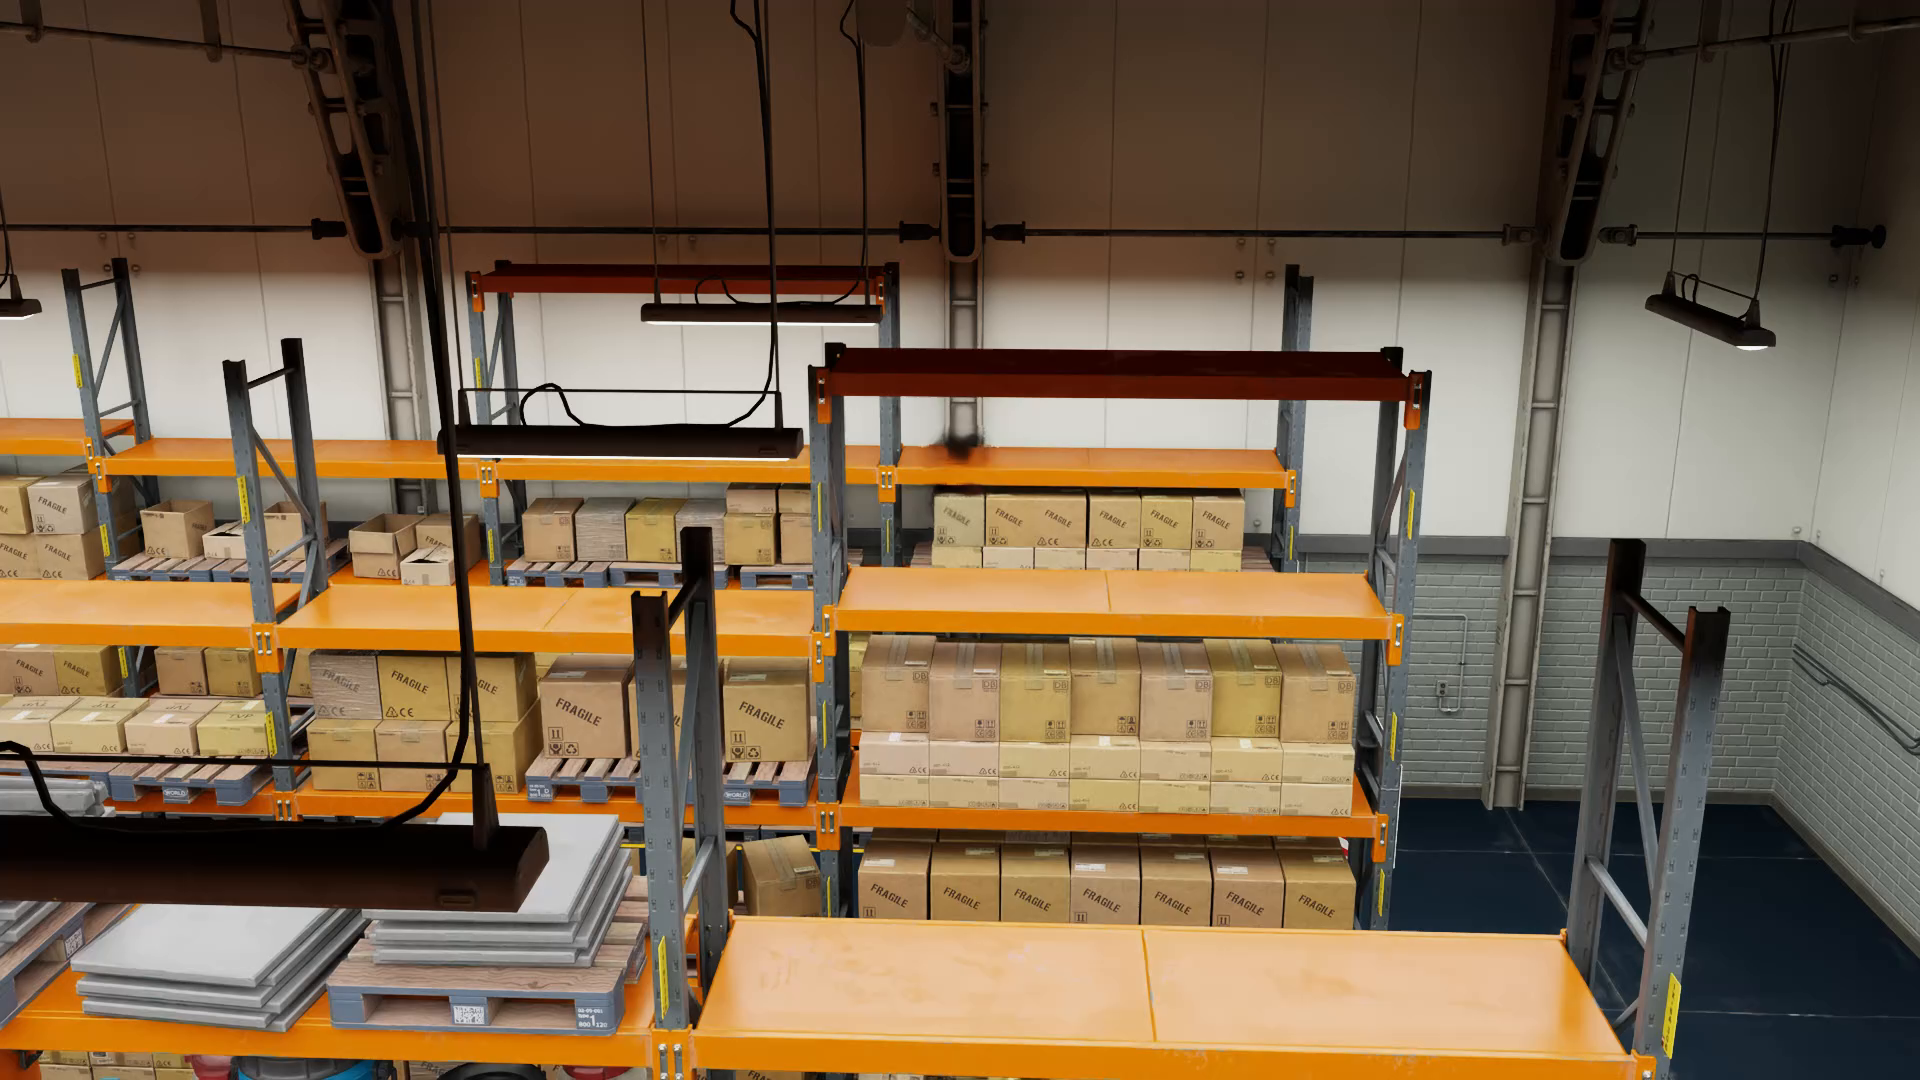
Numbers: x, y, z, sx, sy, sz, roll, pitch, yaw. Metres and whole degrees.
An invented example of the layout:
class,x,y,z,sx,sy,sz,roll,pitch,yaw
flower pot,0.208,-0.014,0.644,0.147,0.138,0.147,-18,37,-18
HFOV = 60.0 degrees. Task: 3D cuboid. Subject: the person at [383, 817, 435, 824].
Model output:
class,x,y,z,sx,sy,sz,roll,pitch,yaw
person,-5.278,2.744,16.107,0.578,1.765,0.403,-3,16,-9
